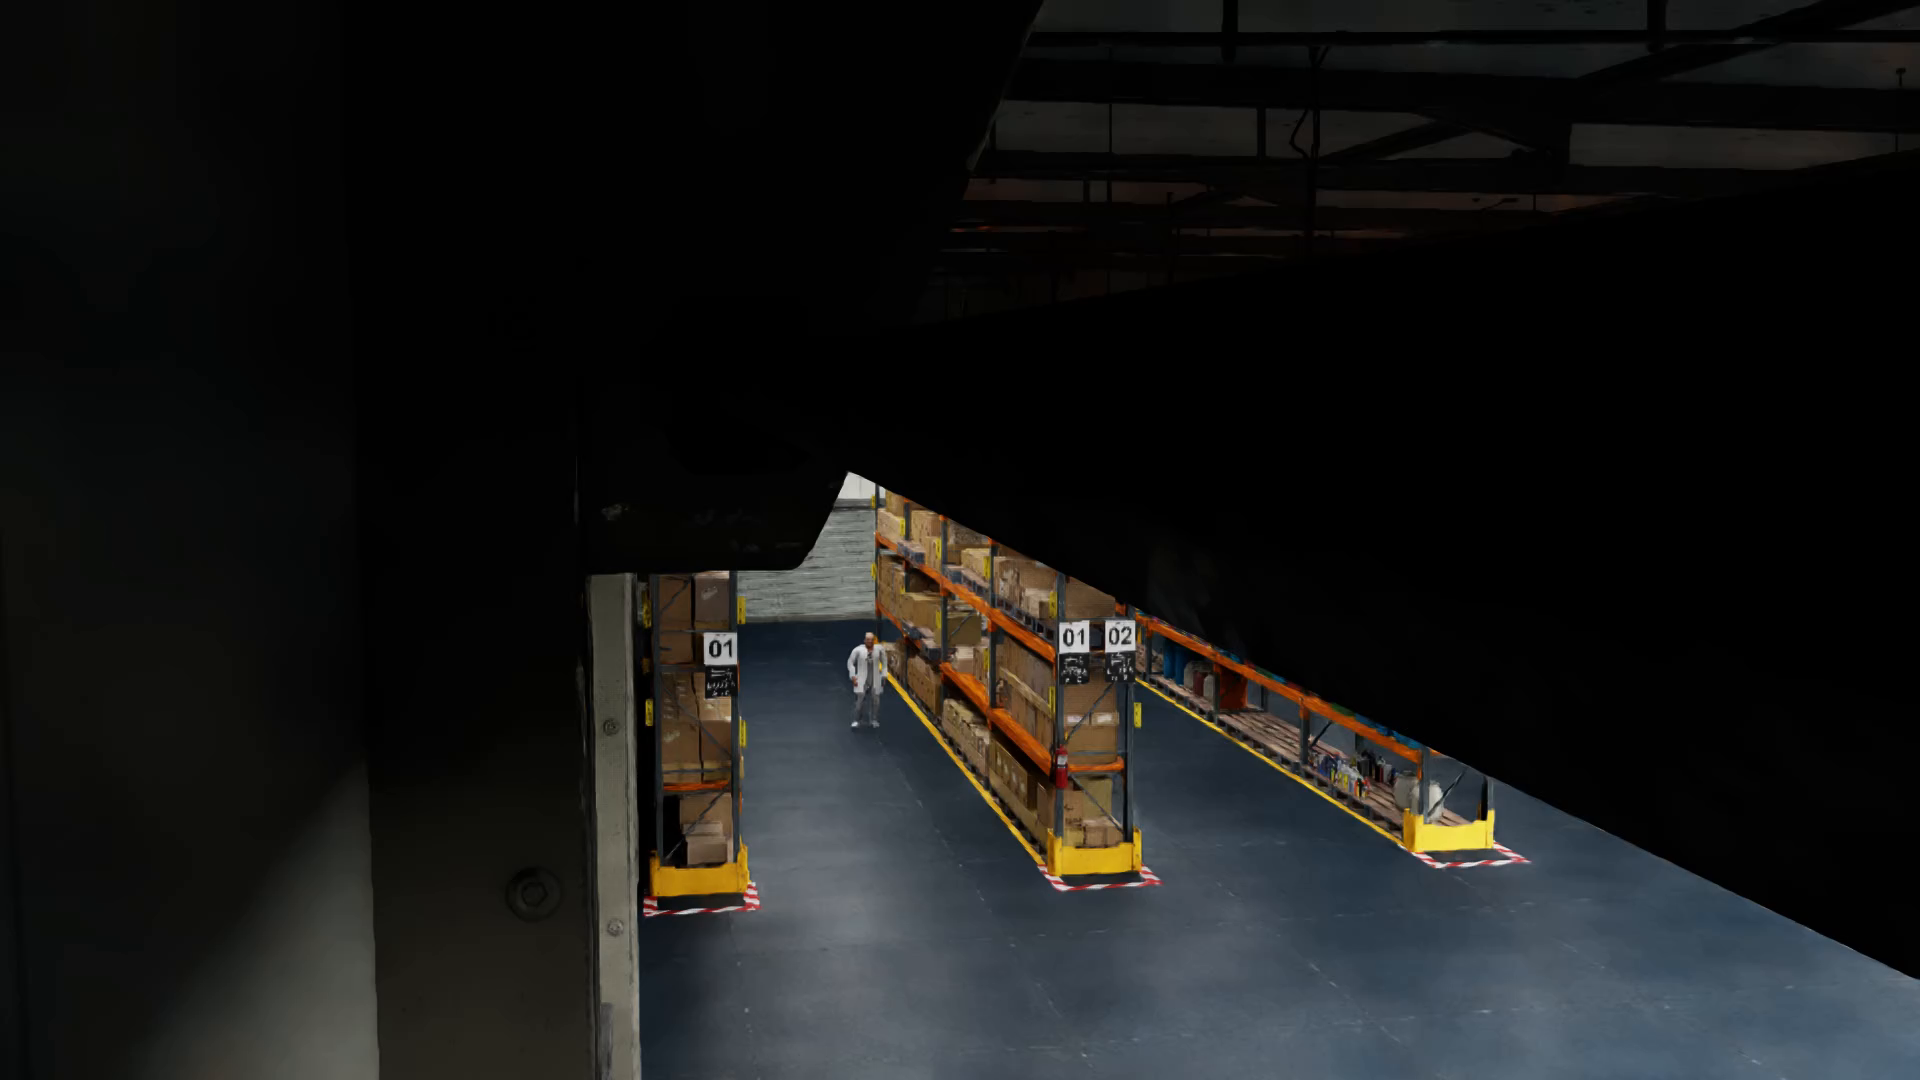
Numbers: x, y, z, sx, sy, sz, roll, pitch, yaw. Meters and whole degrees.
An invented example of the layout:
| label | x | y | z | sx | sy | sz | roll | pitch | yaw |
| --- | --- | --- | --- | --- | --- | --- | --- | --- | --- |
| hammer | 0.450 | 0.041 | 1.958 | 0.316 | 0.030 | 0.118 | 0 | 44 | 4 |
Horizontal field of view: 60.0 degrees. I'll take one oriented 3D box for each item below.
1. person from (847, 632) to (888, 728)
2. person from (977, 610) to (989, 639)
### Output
| label | x | y | z | sx | sy | sz | roll | pitch | yaw |
| --- | --- | --- | --- | --- | --- | --- | --- | --- | --- |
| person | -1.630 | 2.463 | 29.357 | 0.729 | 1.733 | 0.546 | -1 | 6 | -12 |
| person | 0.558 | 1.878 | 35.532 | 0.456 | 1.589 | 1.088 | -1 | 6 | -8 |
